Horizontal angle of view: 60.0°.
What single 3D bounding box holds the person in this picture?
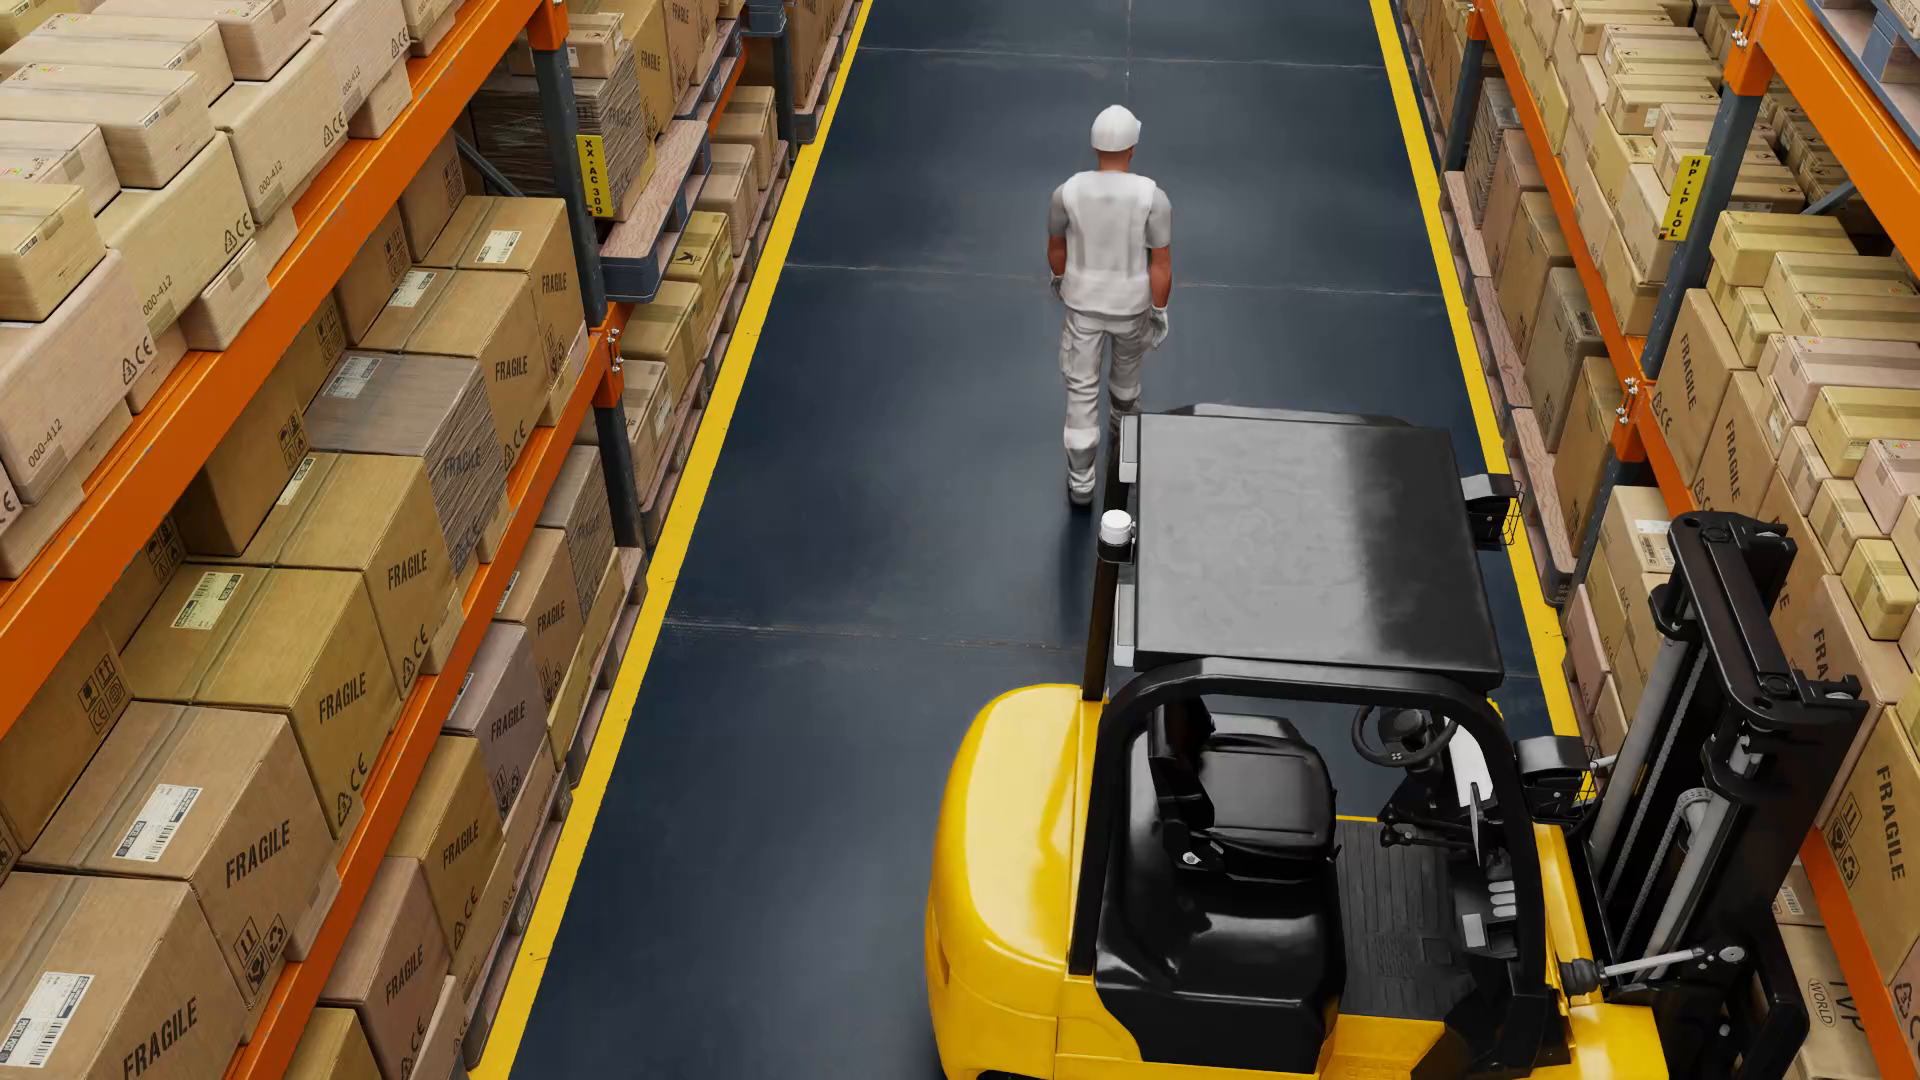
[{"bbox_3d":[0.658,-1.083,7.446,0.563,1.777,0.933,4,40,5],"label":"person"}]
